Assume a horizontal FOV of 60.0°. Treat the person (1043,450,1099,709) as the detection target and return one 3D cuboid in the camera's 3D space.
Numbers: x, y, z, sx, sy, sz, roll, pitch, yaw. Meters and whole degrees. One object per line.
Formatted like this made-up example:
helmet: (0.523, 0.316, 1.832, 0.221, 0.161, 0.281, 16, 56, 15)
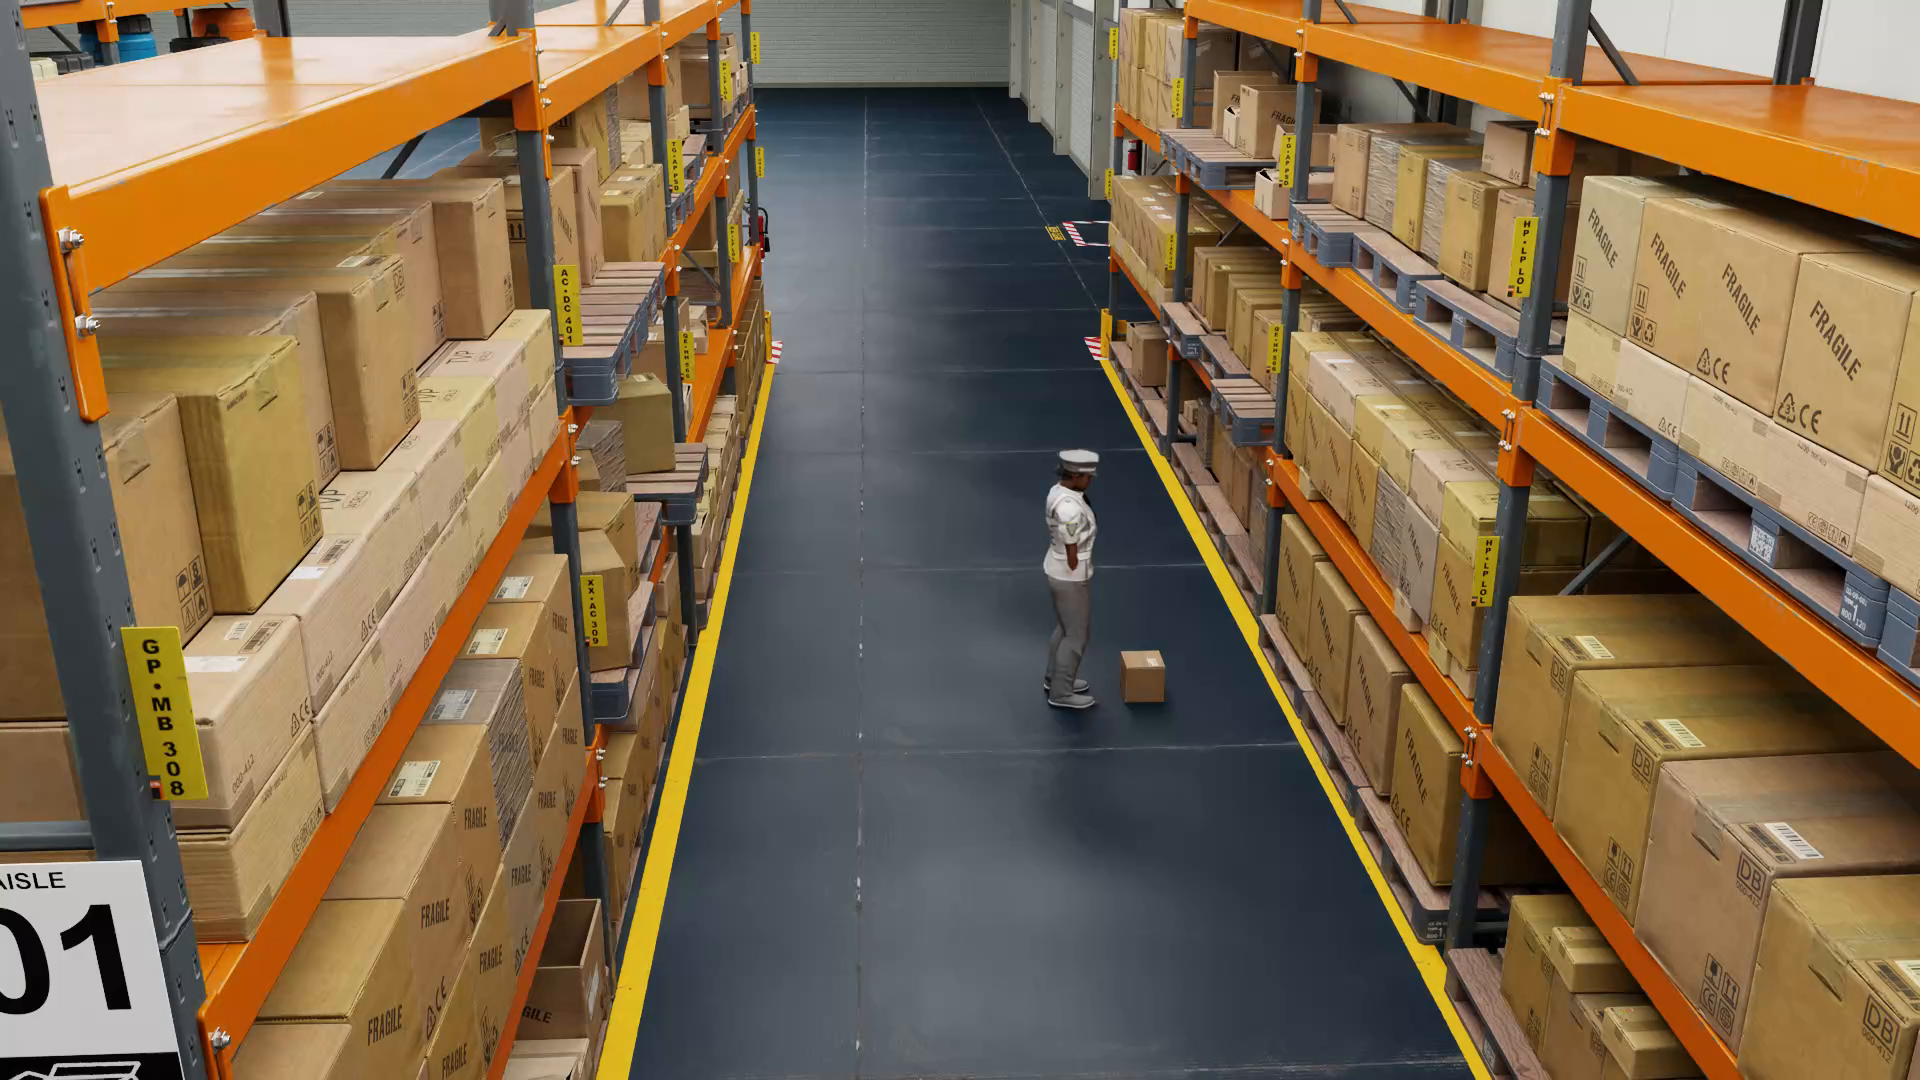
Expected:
person: (0.694, 0.234, 10.476, 0.336, 1.653, 0.440, -1, 21, -2)
